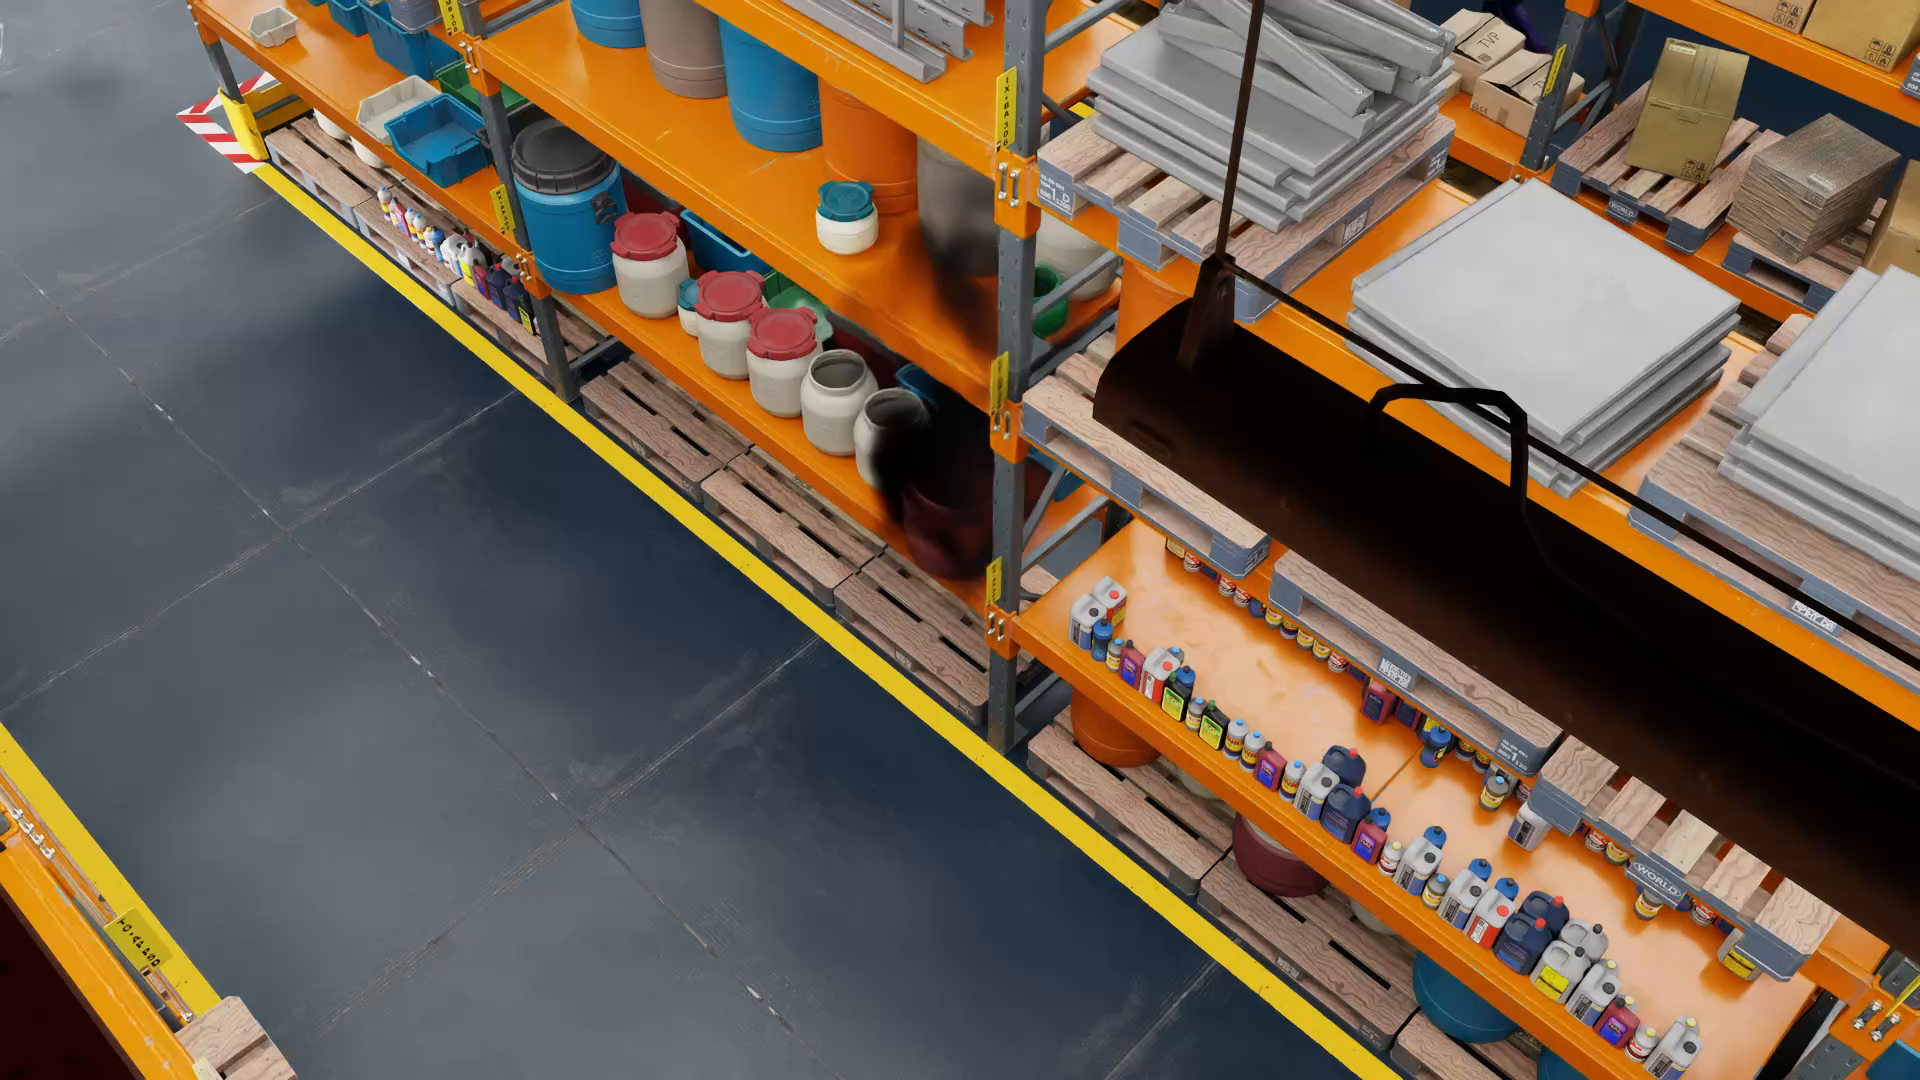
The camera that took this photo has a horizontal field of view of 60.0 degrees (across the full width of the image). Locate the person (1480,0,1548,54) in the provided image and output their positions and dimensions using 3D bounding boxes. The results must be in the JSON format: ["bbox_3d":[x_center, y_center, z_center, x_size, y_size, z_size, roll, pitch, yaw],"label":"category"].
[{"bbox_3d":[4.437,-4.511,13.104,0.815,1.686,0.601,34,58,25],"label":"person"}]
